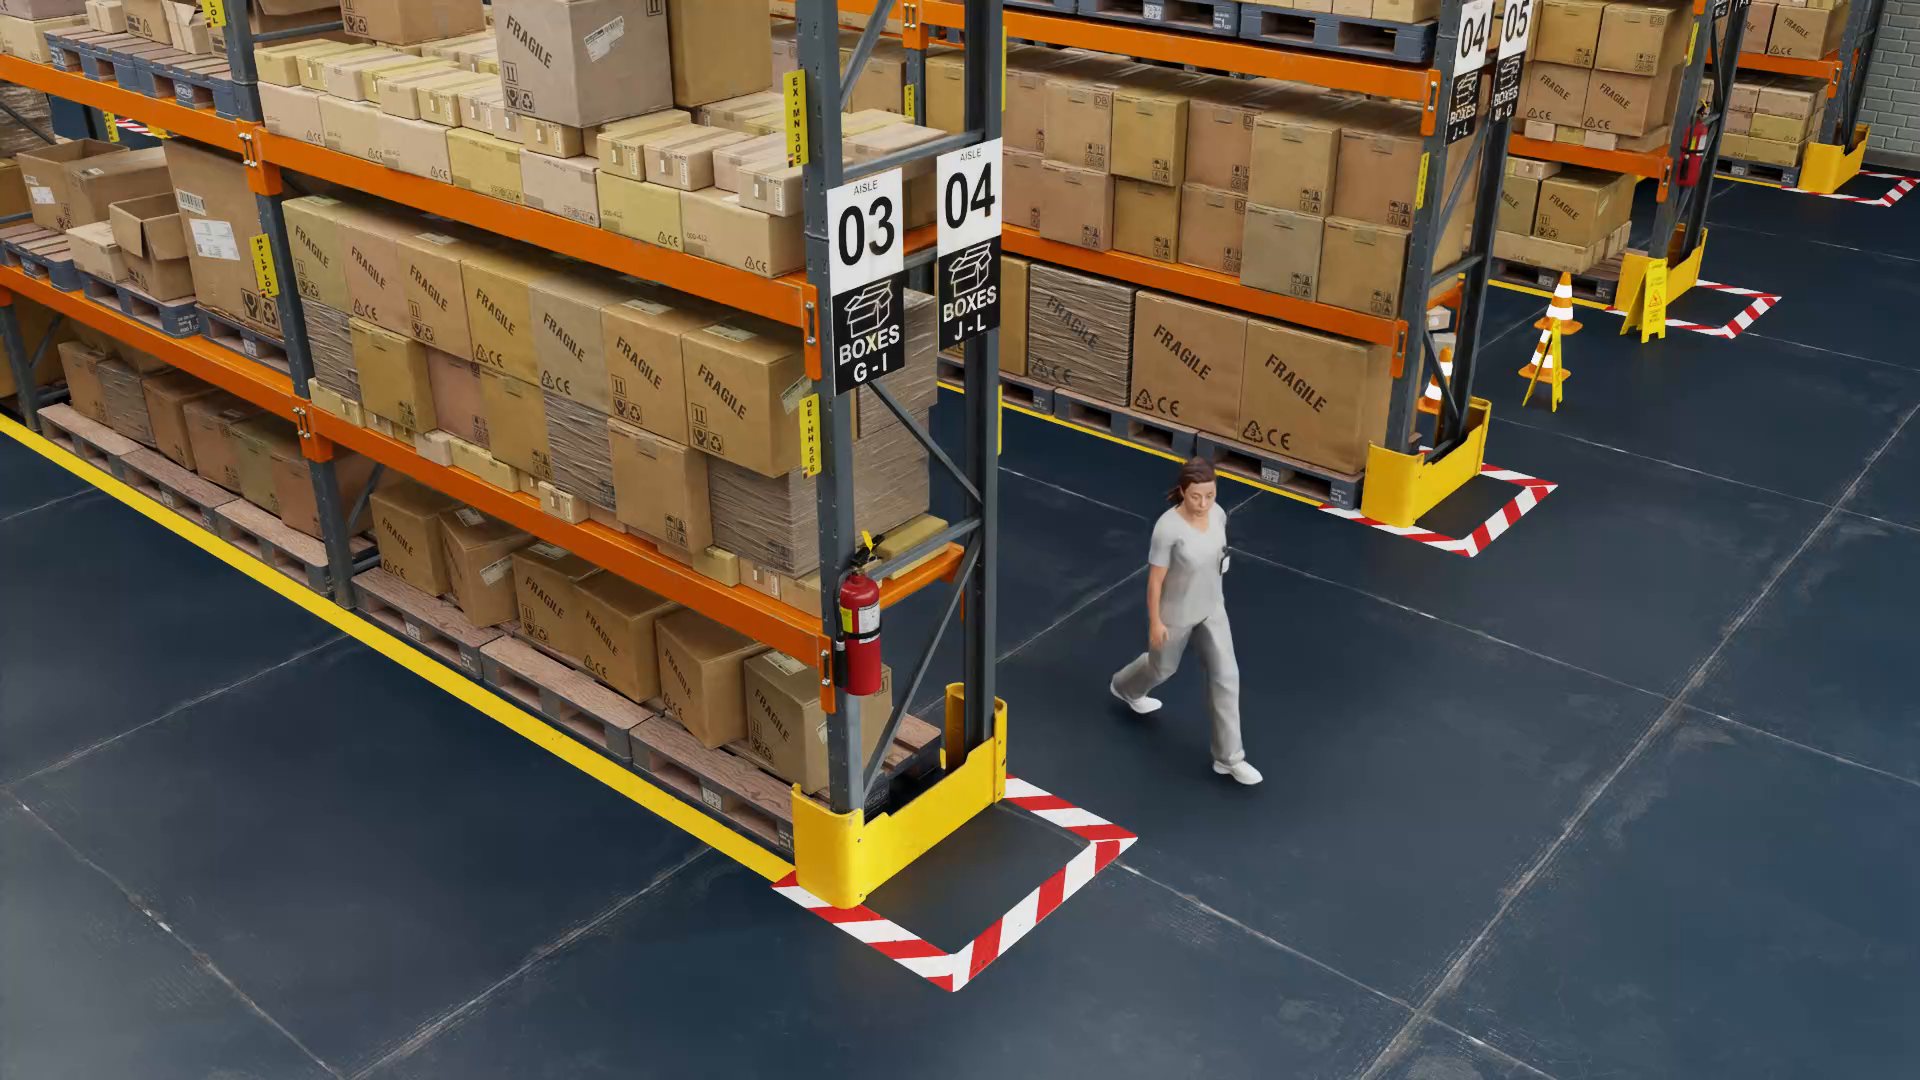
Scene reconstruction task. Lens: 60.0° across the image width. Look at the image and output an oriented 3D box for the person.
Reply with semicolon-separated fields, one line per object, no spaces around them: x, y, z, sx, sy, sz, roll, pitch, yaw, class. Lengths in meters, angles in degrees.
1.120;0.324;8.020;0.545;1.620;1.028;-14;31;-25;person
